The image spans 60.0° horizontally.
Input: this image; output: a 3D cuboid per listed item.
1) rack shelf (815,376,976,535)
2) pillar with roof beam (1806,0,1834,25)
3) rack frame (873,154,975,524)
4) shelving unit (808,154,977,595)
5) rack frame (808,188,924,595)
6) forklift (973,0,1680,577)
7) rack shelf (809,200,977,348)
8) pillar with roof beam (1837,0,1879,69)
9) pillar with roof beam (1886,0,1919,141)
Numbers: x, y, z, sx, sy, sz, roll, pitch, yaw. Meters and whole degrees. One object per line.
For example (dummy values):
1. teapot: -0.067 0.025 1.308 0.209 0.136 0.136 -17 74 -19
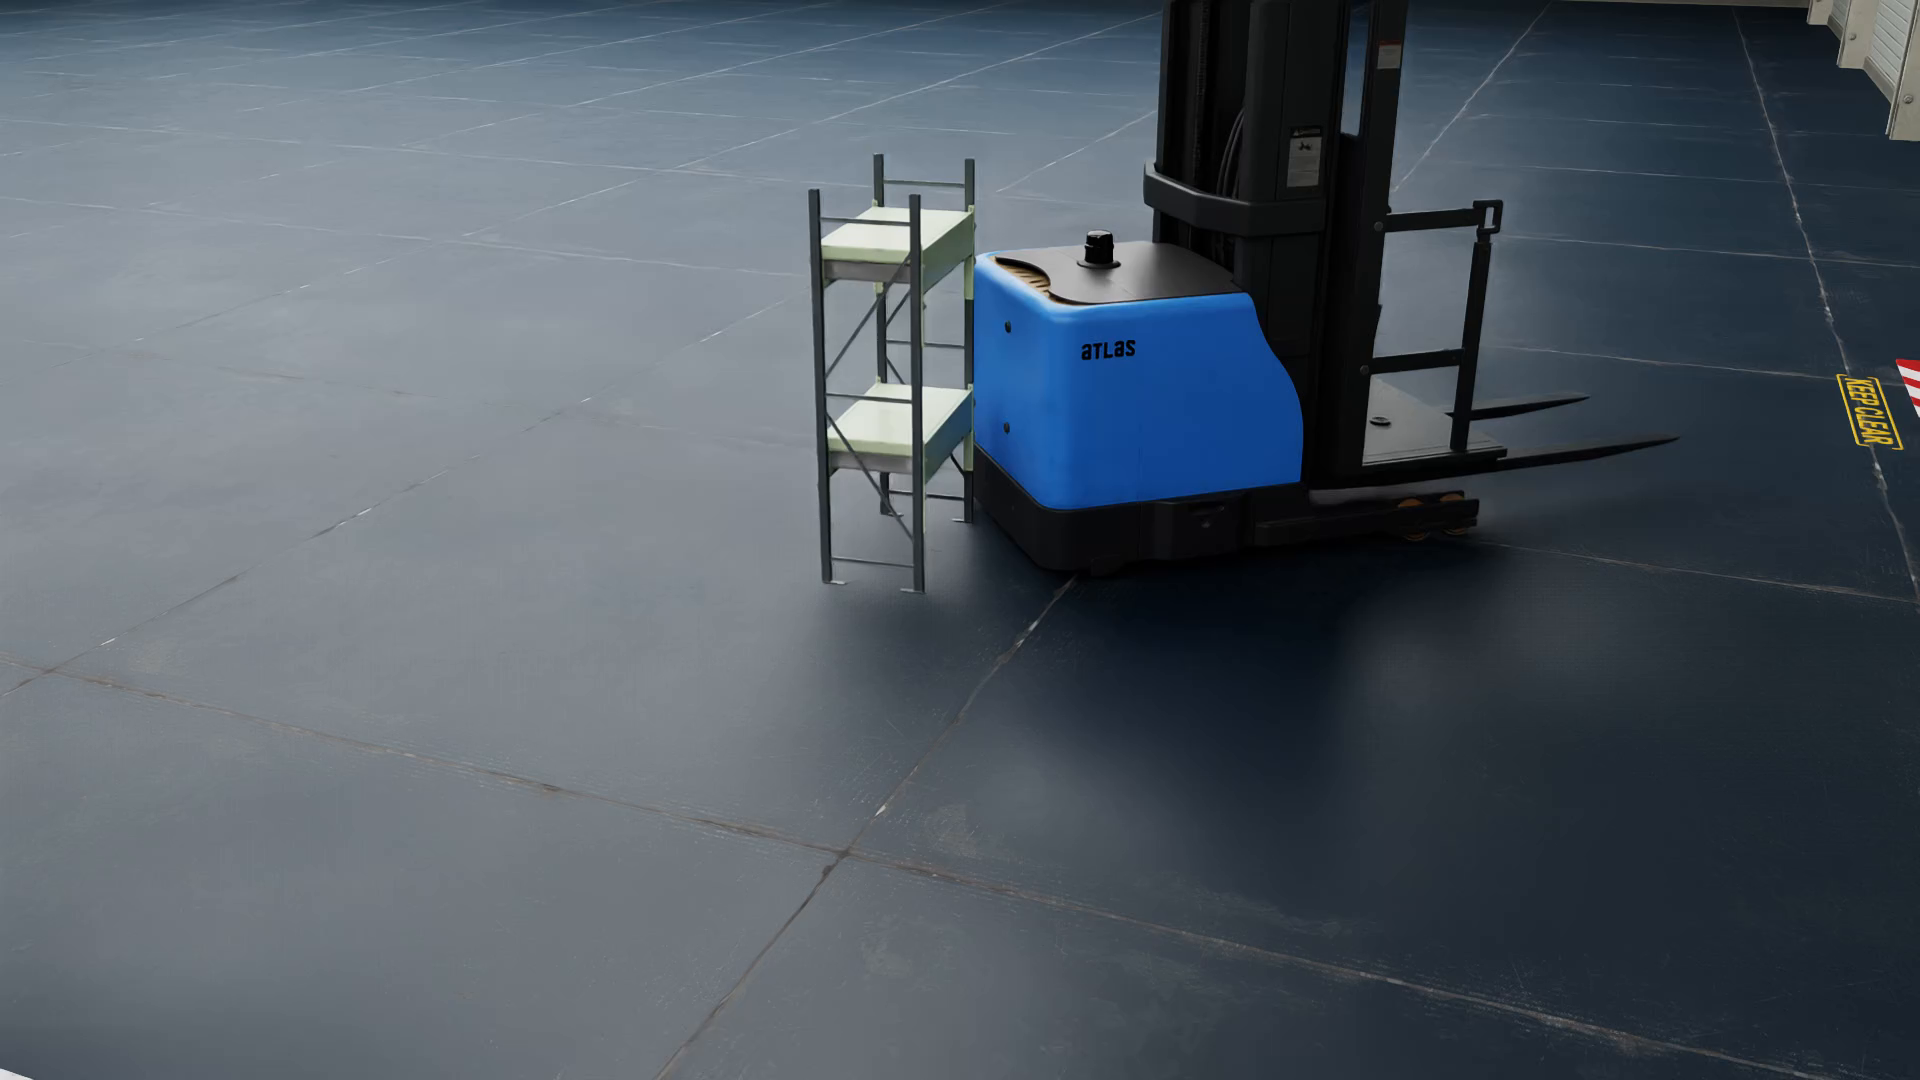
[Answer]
1. rack shelf: -0.236 -0.344 6.474 0.431 0.370 0.720 6 23 14
2. pillar with roof beam: 9.594 -12.952 26.083 9.100 9.000 0.400 9 24 20
3. rack frame: -0.140 -0.781 6.675 0.400 1.500 0.023 6 23 14
4. shelving unit: -0.236 -0.645 6.349 0.431 1.500 0.755 6 23 14
5. rack frame: -0.331 -0.509 6.023 0.400 1.500 0.023 6 23 14
6. forklift: 1.597 -1.533 6.618 3.031 2.935 1.130 -7 24 -17
7. rack shelf: -0.236 -1.005 6.198 0.431 0.370 0.720 6 23 14
8. pillar with roof beam: 7.366 -10.805 20.943 9.100 9.000 0.400 9 24 20
9. pillar with roof beam: 5.137 -8.658 15.802 9.100 9.000 0.400 9 24 20
